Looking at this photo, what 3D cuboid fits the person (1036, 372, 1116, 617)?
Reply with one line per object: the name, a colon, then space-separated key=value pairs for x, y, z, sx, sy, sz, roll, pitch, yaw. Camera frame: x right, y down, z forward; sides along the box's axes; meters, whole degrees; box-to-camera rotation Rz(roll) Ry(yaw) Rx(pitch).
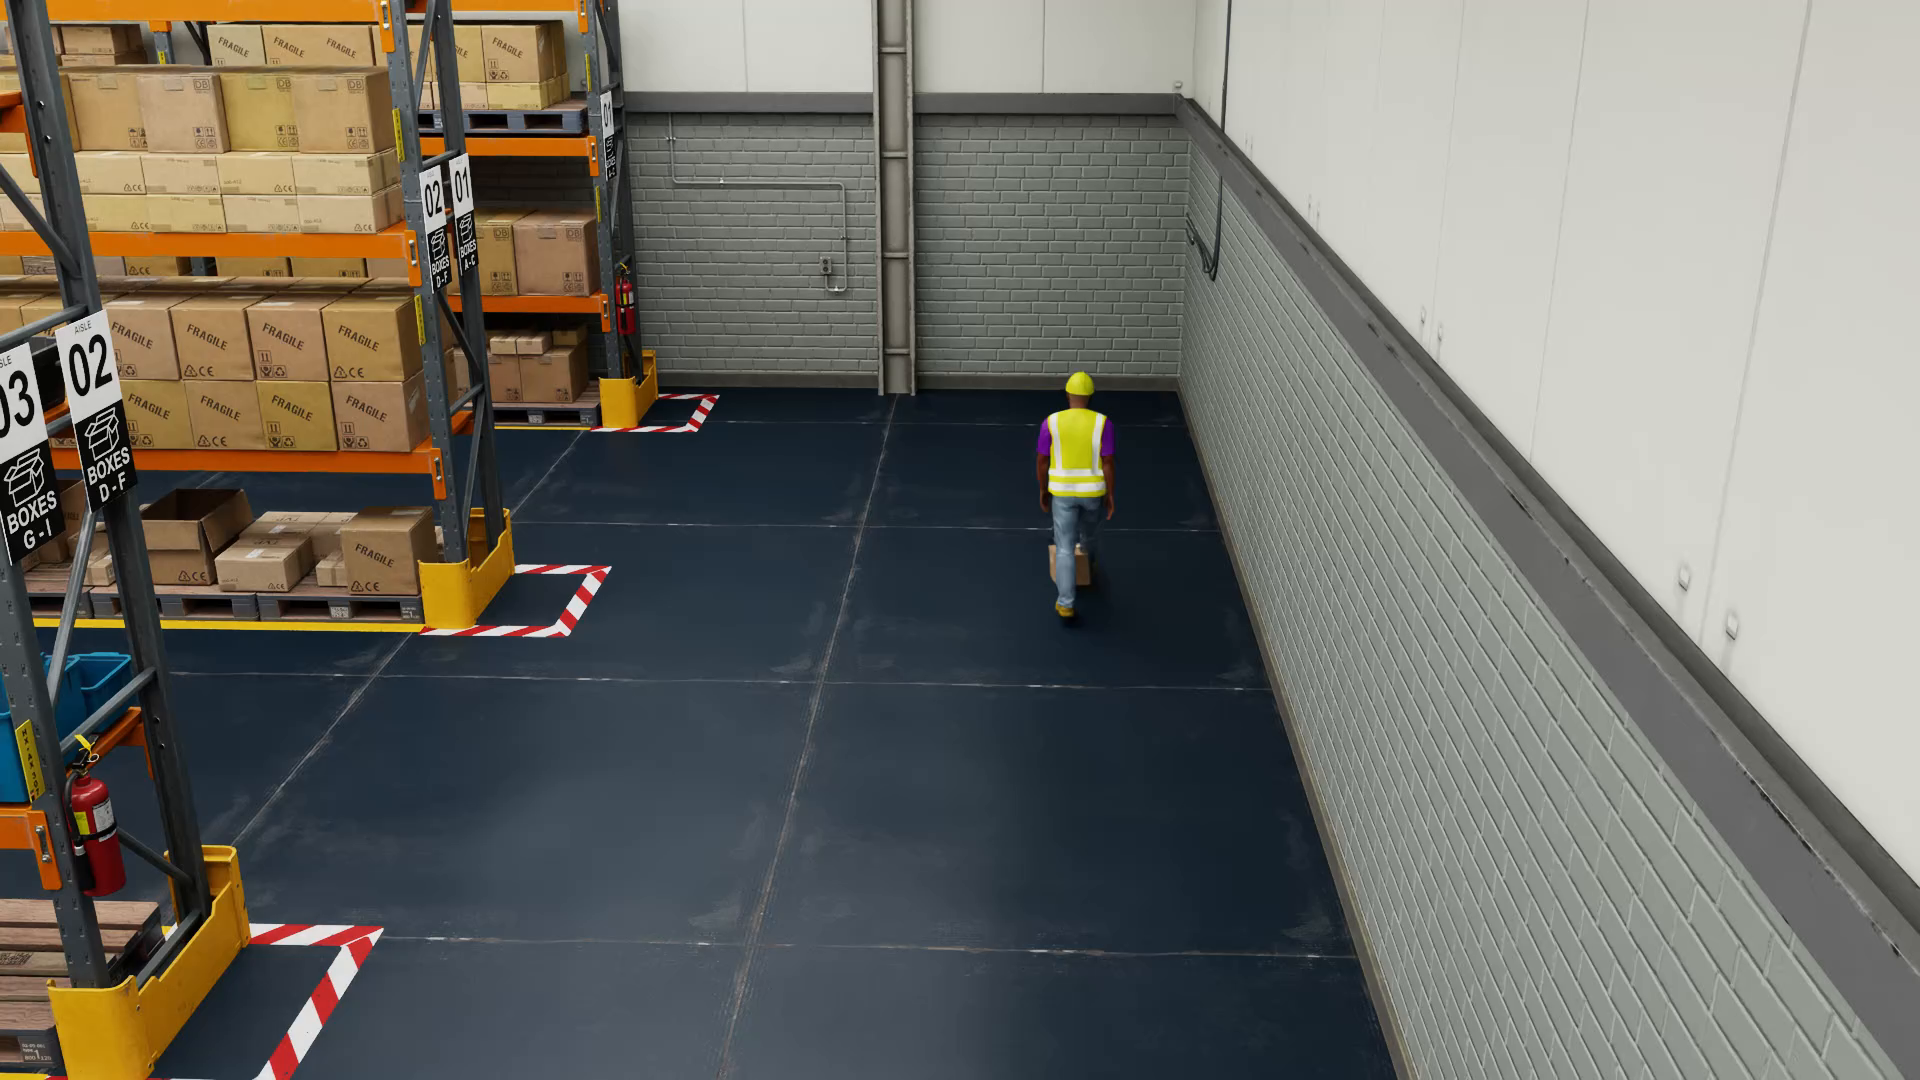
person: x=0.836 y=-0.372 z=12.102 sx=0.570 sy=1.697 sz=1.134 roll=0 pitch=21 yaw=1
